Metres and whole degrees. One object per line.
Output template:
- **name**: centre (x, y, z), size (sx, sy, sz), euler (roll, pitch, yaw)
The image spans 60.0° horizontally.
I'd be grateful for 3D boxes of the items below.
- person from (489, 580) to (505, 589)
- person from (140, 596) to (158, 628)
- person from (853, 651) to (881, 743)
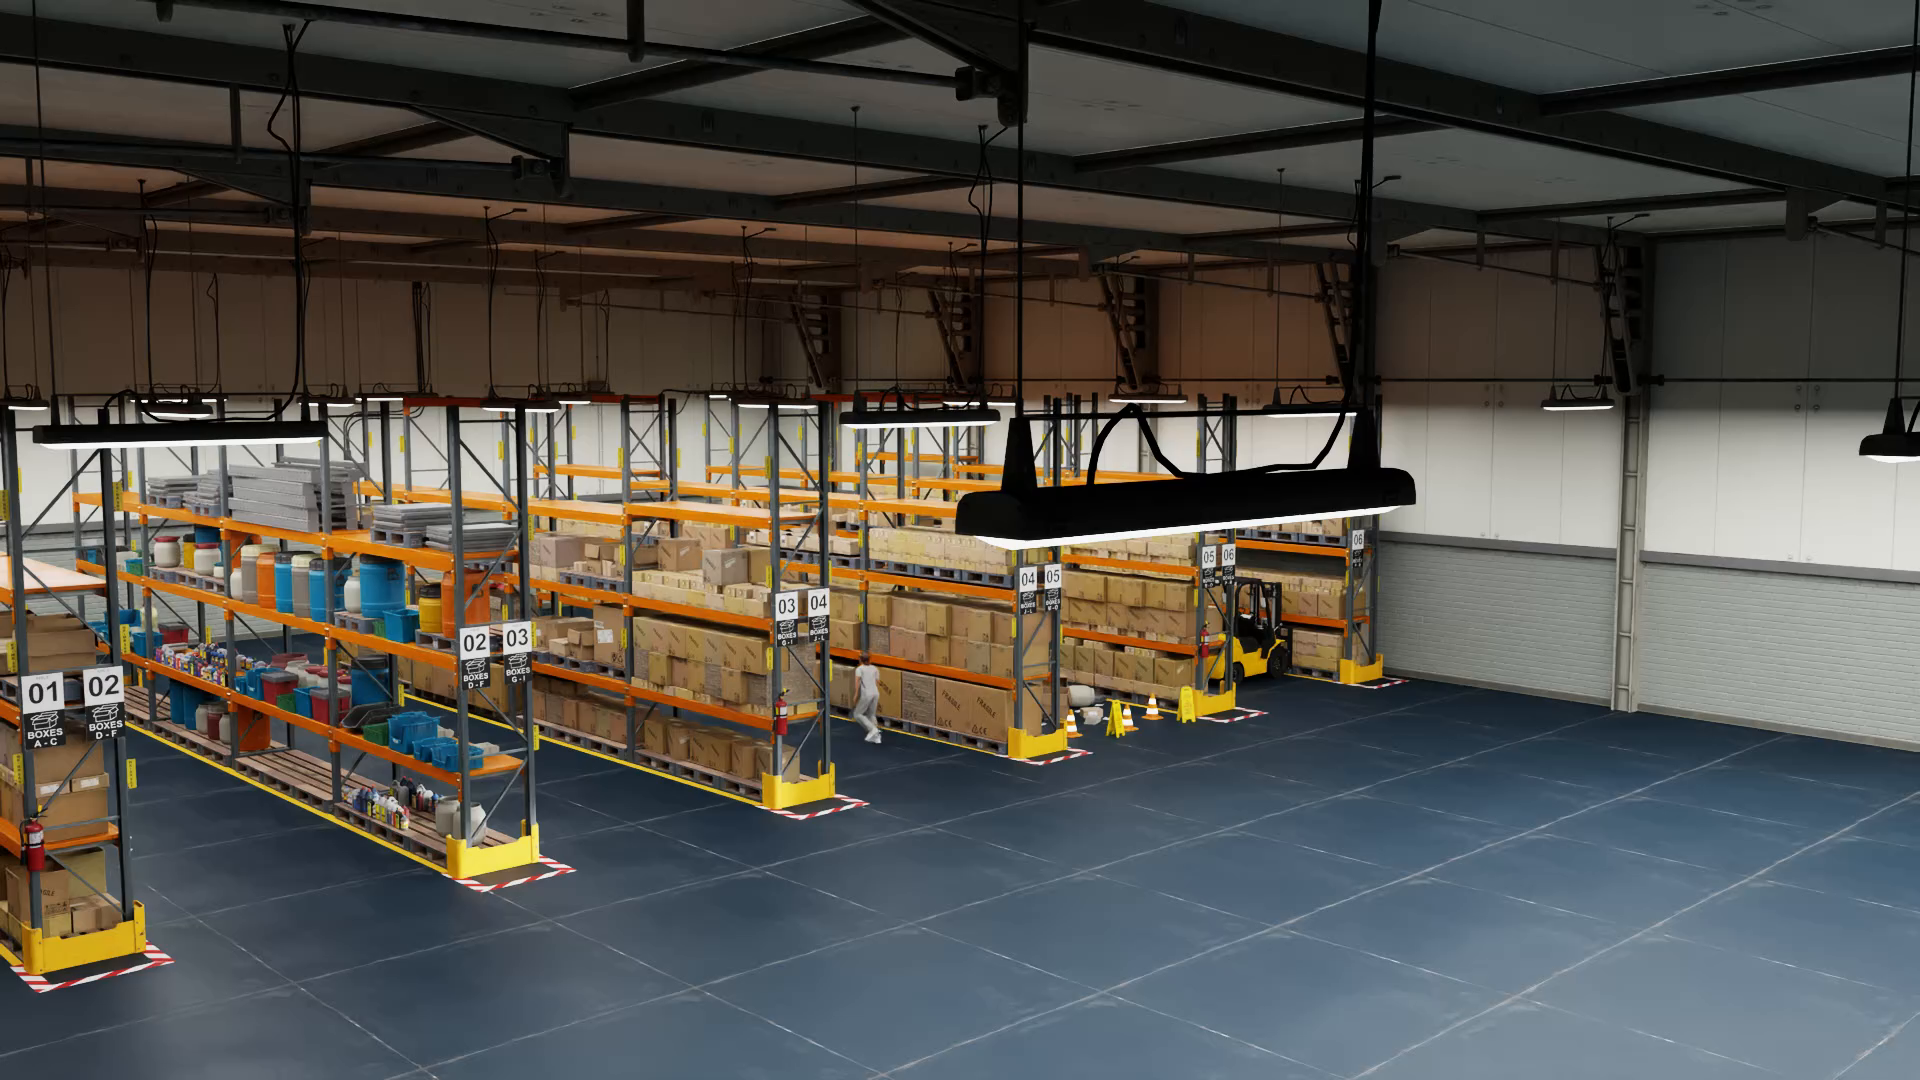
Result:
- **person**: centre (-11.020, 1.645, 39.679), size (0.615, 1.699, 0.864), euler (1, 6, 12)
- **person**: centre (-17.659, 2.016, 36.228), size (1.082, 1.612, 0.438), euler (5, 8, 43)
- **person**: centre (-1.624, 2.746, 29.126), size (0.569, 1.564, 0.718), euler (-5, 7, -41)
